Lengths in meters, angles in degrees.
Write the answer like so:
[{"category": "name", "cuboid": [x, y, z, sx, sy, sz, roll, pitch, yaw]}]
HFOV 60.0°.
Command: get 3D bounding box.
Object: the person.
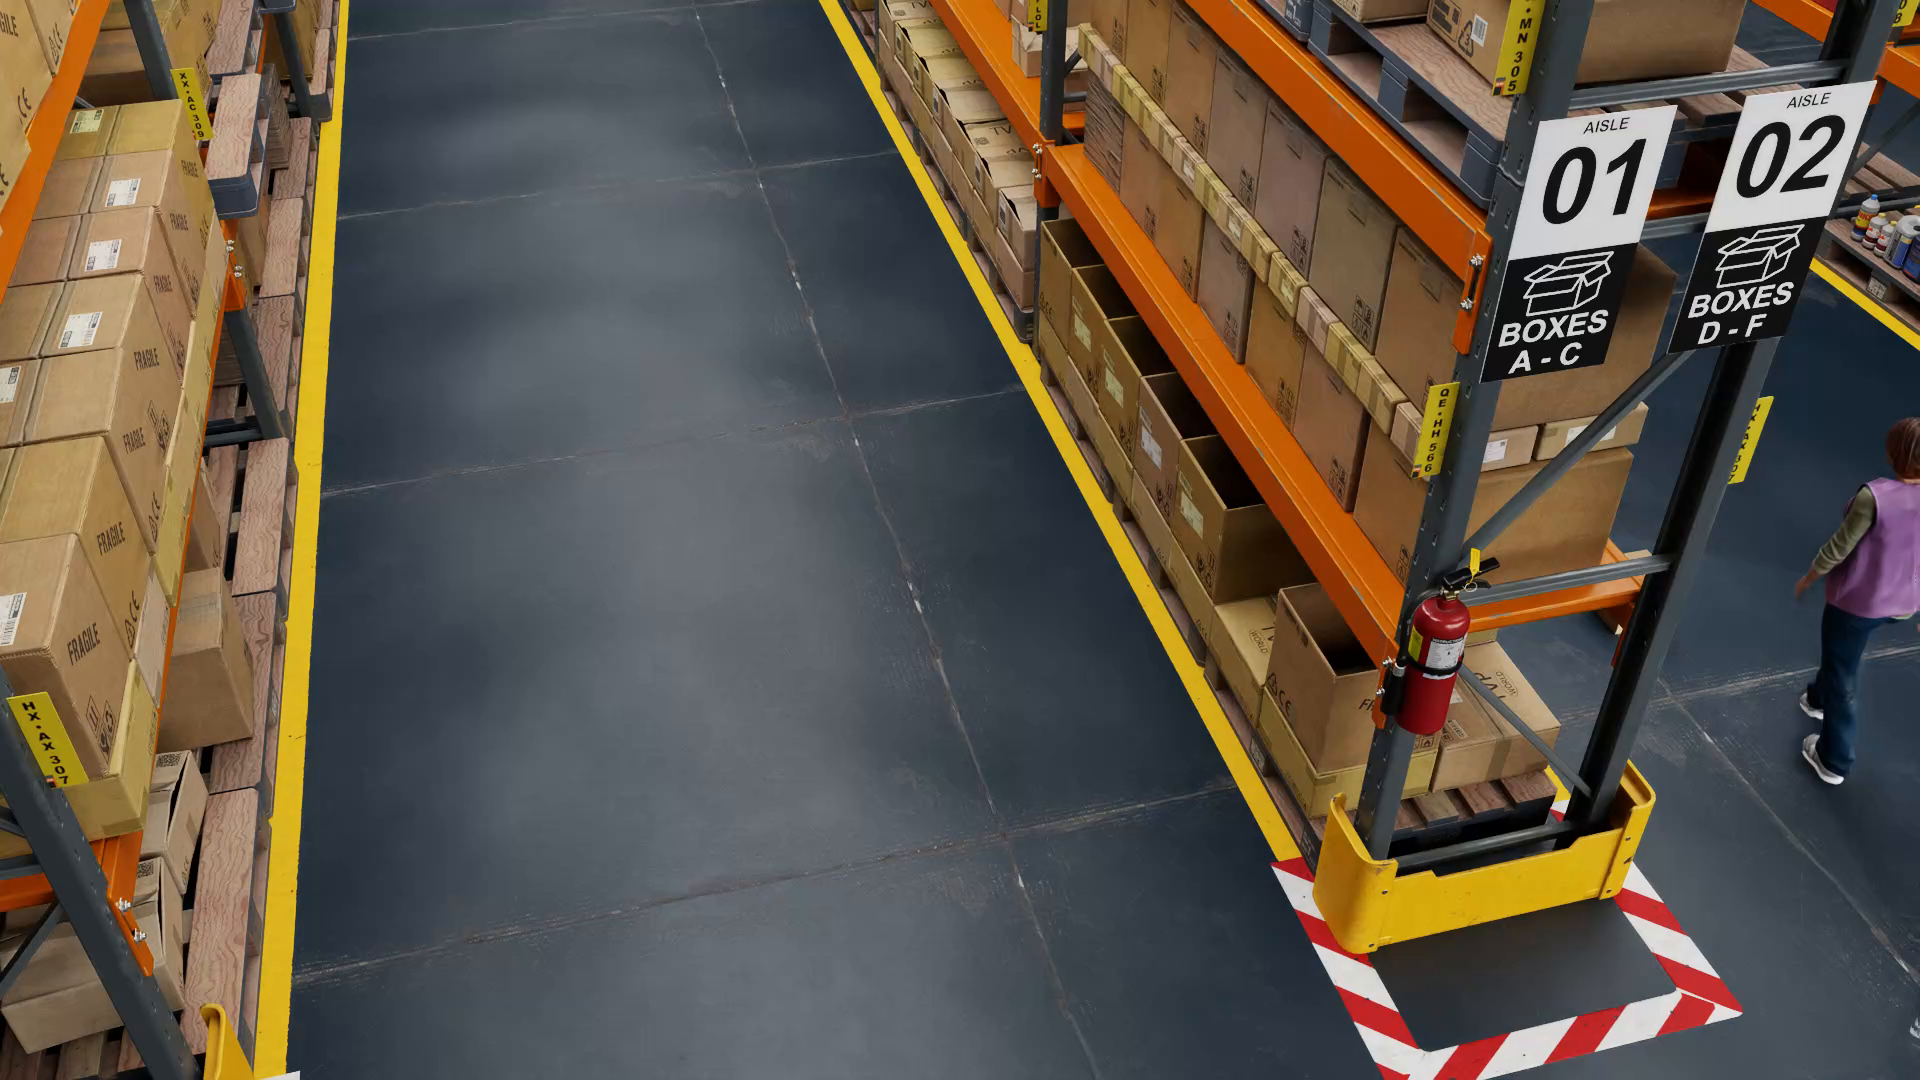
[{"category": "person", "cuboid": [3.502, 0.247, 6.429, 0.462, 1.644, 0.569, -7, 39, -8]}]
